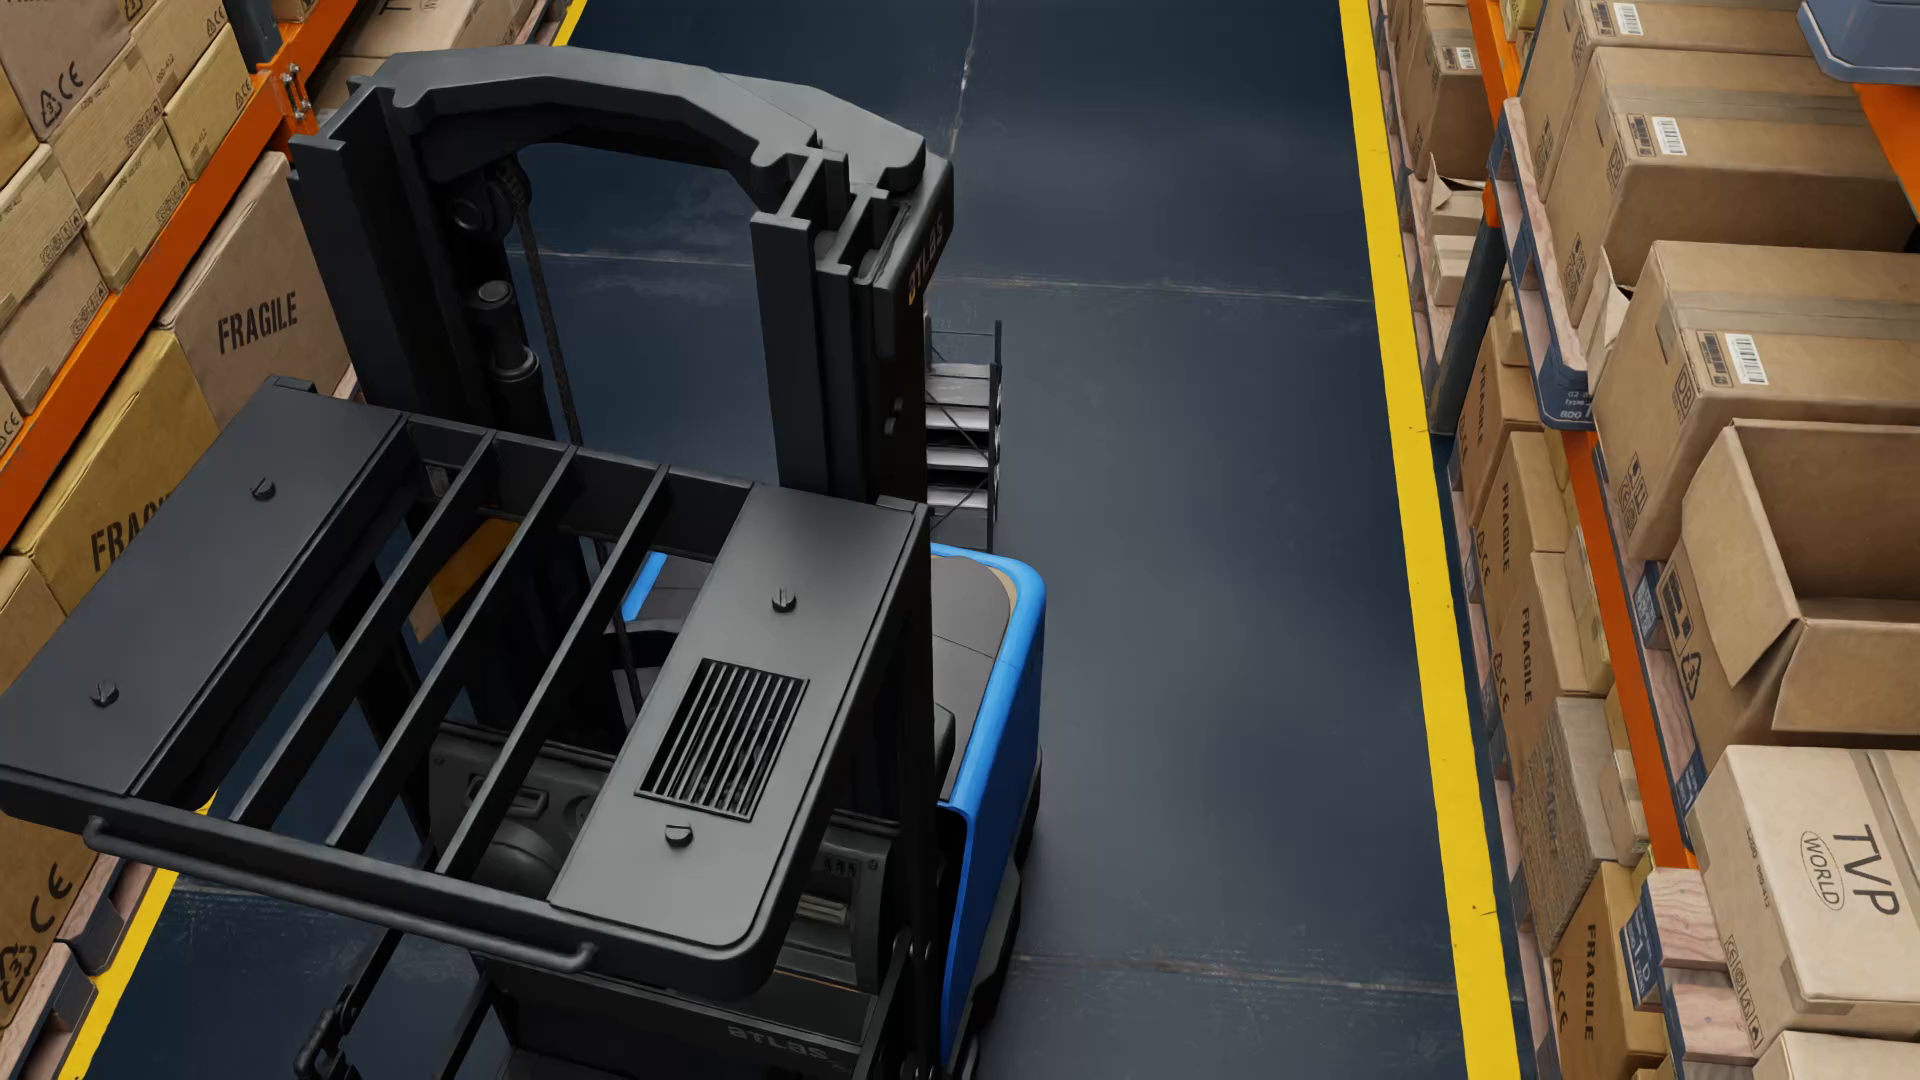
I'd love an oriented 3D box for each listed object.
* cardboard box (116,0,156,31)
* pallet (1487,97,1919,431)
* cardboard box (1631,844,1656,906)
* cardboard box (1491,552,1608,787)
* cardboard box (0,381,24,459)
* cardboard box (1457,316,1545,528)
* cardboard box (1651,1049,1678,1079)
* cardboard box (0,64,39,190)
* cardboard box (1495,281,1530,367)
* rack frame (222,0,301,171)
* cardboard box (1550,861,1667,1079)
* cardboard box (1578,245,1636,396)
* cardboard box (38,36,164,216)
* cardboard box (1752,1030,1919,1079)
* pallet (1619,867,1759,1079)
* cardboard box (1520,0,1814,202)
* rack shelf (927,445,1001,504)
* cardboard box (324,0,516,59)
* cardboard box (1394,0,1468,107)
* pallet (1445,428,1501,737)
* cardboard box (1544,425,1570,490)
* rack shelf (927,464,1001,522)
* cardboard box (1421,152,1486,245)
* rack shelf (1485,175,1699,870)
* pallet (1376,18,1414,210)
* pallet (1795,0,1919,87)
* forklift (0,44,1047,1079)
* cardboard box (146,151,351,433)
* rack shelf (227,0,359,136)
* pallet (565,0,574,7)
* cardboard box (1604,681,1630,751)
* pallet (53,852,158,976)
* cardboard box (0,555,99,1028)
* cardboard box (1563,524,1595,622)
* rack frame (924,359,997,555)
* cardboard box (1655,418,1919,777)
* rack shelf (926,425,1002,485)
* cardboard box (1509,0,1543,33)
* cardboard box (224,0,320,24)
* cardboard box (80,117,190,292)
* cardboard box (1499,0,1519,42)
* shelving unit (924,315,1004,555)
[{"bbox_3d":[-2.509,-1.764,4.585,0.500,0.500,0.500,5,48,5],"label":"cardboard box"},{"bbox_3d":[2.044,-0.762,4.544,1.003,0.211,1.213,4,48,4],"label":"pallet"},{"bbox_3d":[1.807,0.868,3.893,0.380,0.149,0.250,3,48,3],"label":"cardboard box"},{"bbox_3d":[1.869,0.394,4.766,0.500,0.500,0.500,3,48,2],"label":"cardboard box"},{"bbox_3d":[-2.663,-0.217,4.017,0.500,0.250,0.500,4,48,4],"label":"cardboard box"},{"bbox_3d":[1.957,-0.365,5.460,0.500,0.500,0.500,6,48,5],"label":"cardboard box"},{"bbox_3d":[1.716,1.242,3.551,0.380,0.149,0.250,2,48,2],"label":"cardboard box"},{"bbox_3d":[-2.614,-1.012,3.897,0.500,0.500,0.500,5,48,5],"label":"cardboard box"},{"bbox_3d":[1.928,-0.678,5.307,0.380,0.149,0.250,6,48,5],"label":"cardboard box"},{"bbox_3d":[-2.718,-1.738,5.307,1.000,3.000,0.127,4,48,4],"label":"rack frame"},{"bbox_3d":[1.786,1.157,4.068,0.500,0.500,0.500,6,48,5],"label":"cardboard box"},{"bbox_3d":[1.717,-0.508,3.988,0.396,0.266,0.258,6,48,5],"label":"cardboard box"},{"bbox_3d":[-2.554,-1.148,4.530,0.500,0.250,0.500,5,48,4],"label":"cardboard box"},{"bbox_3d":[1.539,0.967,2.718,0.380,0.149,0.250,5,48,4],"label":"cardboard box"},{"bbox_3d":[1.853,1.094,2.846,1.213,0.211,1.003,4,48,4],"label":"pallet"},{"bbox_3d":[1.959,-1.242,4.501,0.700,0.500,0.500,5,48,5],"label":"cardboard box"},{"bbox_3d":[0.001,-0.226,5.514,0.258,0.077,0.200,4,48,4],"label":"rack shelf"},{"bbox_3d":[-2.473,-2.127,7.114,0.875,0.438,0.875,3,48,2],"label":"cardboard box"},{"bbox_3d":[2.175,-2.194,7.133,0.500,0.500,0.500,5,48,4],"label":"cardboard box"},{"bbox_3d":[2.189,0.135,5.484,1.003,0.211,1.213,4,48,4],"label":"pallet"},{"bbox_3d":[1.968,-0.280,4.943,0.380,0.149,0.250,2,48,2],"label":"cardboard box"},{"bbox_3d":[0.001,-0.166,5.581,0.258,0.077,0.200,4,48,4],"label":"rack shelf"},{"bbox_3d":[2.016,-1.317,6.490,0.396,0.266,0.258,5,48,5],"label":"cardboard box"},{"bbox_3d":[2.043,0.306,3.925,1.077,0.370,4.000,4,48,4],"label":"rack shelf"},{"bbox_3d":[2.398,-1.869,7.317,1.003,0.211,1.213,4,48,4],"label":"pallet"},{"bbox_3d":[2.005,-1.119,2.835,1.213,0.211,1.003,4,48,4],"label":"pallet"},{"bbox_3d":[-0.646,0.754,3.074,1.130,2.935,3.031,11,49,10],"label":"forklift"},{"bbox_3d":[-2.695,-0.702,5.514,0.875,0.875,0.875,5,48,5],"label":"cardboard box"},{"bbox_3d":[-2.536,-2.965,6.916,1.077,0.370,4.000,4,48,4],"label":"rack shelf"},{"bbox_3d":[-2.348,-3.143,8.482,1.003,0.211,1.213,4,48,4],"label":"pallet"},{"bbox_3d":[1.876,0.486,4.243,0.380,0.149,0.250,4,48,4],"label":"cardboard box"},{"bbox_3d":[-2.822,0.674,4.990,1.003,0.211,1.213,4,48,4],"label":"pallet"},{"bbox_3d":[-2.851,0.620,4.306,0.875,0.875,0.875,4,48,4],"label":"cardboard box"},{"bbox_3d":[1.896,0.103,4.592,0.380,0.149,0.250,4,48,3],"label":"cardboard box"},{"bbox_3d":[-0.009,-0.235,5.355,0.240,0.900,0.006,4,48,4],"label":"rack frame"},{"bbox_3d":[1.825,0.144,3.231,0.797,0.503,0.637,3,48,3],"label":"cardboard box"},{"bbox_3d":[0.001,-0.287,5.448,0.258,0.077,0.200,4,48,4],"label":"rack shelf"},{"bbox_3d":[2.029,-1.847,5.307,0.500,0.250,0.500,5,48,5],"label":"cardboard box"},{"bbox_3d":[-2.414,-2.099,5.569,0.500,0.500,0.500,5,48,5],"label":"cardboard box"},{"bbox_3d":[-2.555,-0.967,4.703,0.500,0.250,0.500,3,48,3],"label":"cardboard box"},{"bbox_3d":[2.005,-1.766,5.503,0.380,0.149,0.250,5,48,5],"label":"cardboard box"},{"bbox_3d":[0.001,-0.310,5.423,0.258,0.900,0.210,4,48,4],"label":"shelving unit"}]
